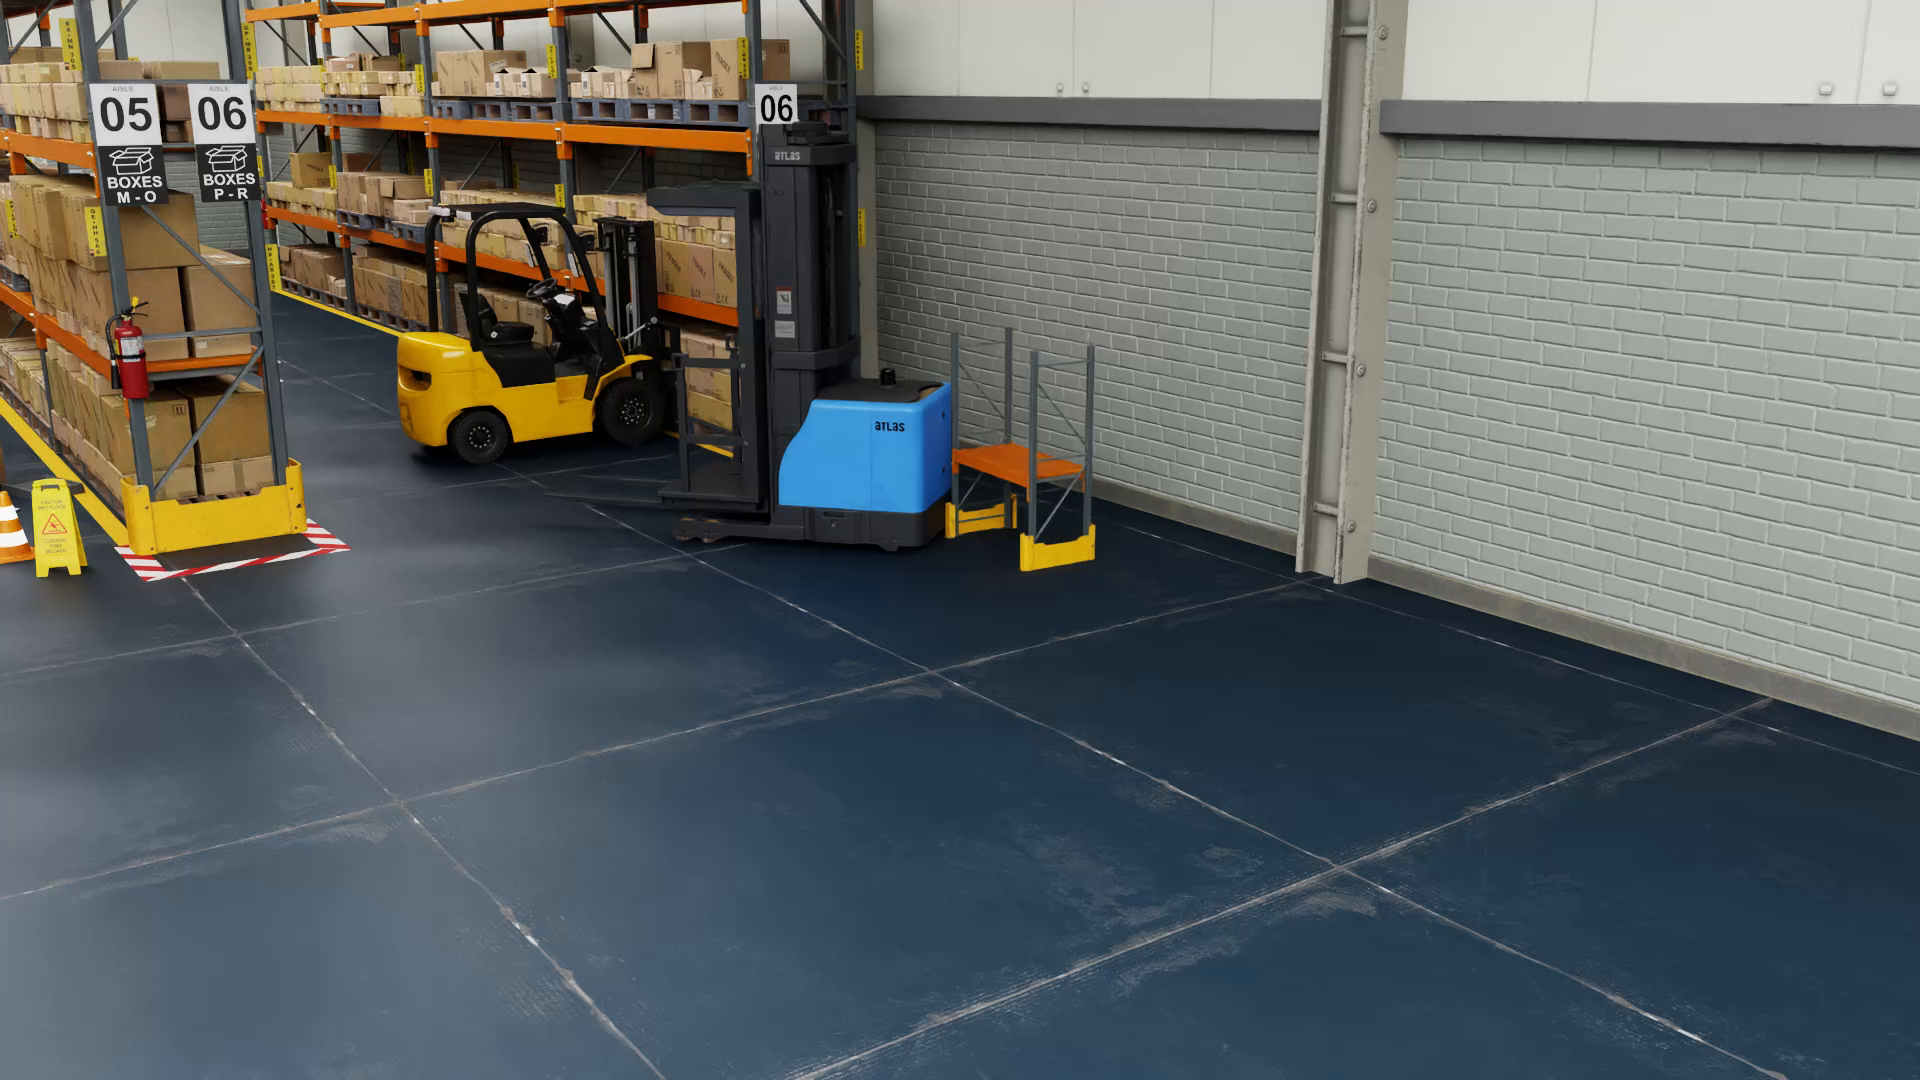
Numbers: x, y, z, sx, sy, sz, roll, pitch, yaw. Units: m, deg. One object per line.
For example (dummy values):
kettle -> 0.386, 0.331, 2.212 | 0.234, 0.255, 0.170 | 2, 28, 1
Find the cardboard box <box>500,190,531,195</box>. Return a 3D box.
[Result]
cardboard box -> -5.332, -4.140, 20.102 | 0.380, 0.149, 0.250 | -11, 19, -35

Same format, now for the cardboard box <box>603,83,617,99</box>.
cardboard box -> -3.212, -4.335, 16.043 | 0.380, 0.149, 0.250 | -10, 18, -33

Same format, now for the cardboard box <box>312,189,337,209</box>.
cardboard box -> -9.189, -5.021, 24.460 | 0.500, 0.250, 0.500 | -11, 19, -34

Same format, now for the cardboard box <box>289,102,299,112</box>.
cardboard box -> -9.765, -6.455, 24.772 | 0.380, 0.149, 0.250 | -10, 18, -33

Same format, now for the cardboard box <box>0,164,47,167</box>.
cardboard box -> -10.730, -4.040, 19.071 | 0.500, 0.500, 0.500 | -10, 18, -33

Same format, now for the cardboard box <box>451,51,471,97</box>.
cardboard box -> -5.427, -5.381, 19.199 | 0.700, 0.500, 0.500 | -11, 19, -36

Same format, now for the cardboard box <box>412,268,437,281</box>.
cardboard box -> -6.952, -3.476, 21.805 | 0.380, 0.149, 0.250 | -10, 18, -33

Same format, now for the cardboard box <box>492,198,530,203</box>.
cardboard box -> -5.056, -3.778, 18.781 | 0.380, 0.149, 0.250 | -11, 19, -36

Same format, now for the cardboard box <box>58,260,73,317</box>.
cardboard box -> -6.750, -2.032, 13.064 | 0.500, 0.500, 0.500 | -11, 19, -34

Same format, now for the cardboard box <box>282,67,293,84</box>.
cardboard box -> -9.782, -6.930, 24.805 | 0.500, 0.250, 0.500 | -10, 18, -33

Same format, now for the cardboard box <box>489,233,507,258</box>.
cardboard box -> -5.067, -3.387, 19.053 | 0.500, 0.250, 0.500 | -10, 18, -33

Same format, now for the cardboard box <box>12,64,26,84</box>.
cardboard box -> -7.316, -3.718, 13.262 | 0.380, 0.149, 0.250 | -11, 19, -35

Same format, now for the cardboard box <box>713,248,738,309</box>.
cardboard box -> -1.832, -2.324, 14.697 | 0.500, 0.500, 0.500 | -11, 19, -36

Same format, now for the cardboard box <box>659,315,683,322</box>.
cardboard box -> -3.057, -2.057, 16.430 | 0.500, 0.250, 0.500 | -10, 18, -33

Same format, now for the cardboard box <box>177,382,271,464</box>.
cardboard box -> -5.608, -0.899, 12.670 | 0.500, 0.500, 0.500 | -12, 19, -36

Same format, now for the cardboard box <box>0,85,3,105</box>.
cardboard box -> -8.449, -4.083, 15.118 | 0.500, 0.250, 0.500 | -11, 19, -34

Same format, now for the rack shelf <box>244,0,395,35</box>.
rack shelf -> -9.562, -7.746, 24.701 | 1.077, 0.370, 4.000 | -11, 19, -35

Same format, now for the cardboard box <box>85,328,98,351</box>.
cardboard box -> -6.284, -1.511, 12.392 | 0.380, 0.149, 0.250 | -10, 18, -34

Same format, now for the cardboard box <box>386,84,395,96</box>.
cardboard box -> -7.172, -5.804, 21.447 | 0.380, 0.149, 0.250 | -10, 18, -33

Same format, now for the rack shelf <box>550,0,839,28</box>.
rack shelf -> -2.506, -4.993, 15.392 | 1.077, 0.370, 4.000 | -11, 19, -35

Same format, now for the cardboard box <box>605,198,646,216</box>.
cardboard box -> -3.282, -3.291, 16.435 | 0.380, 0.149, 0.250 | -10, 18, -33

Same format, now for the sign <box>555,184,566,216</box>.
sign -> -4.115, -3.500, 17.138 | 0.100, 0.325, 0.005 | -11, 19, -35

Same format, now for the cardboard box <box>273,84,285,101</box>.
cardboard box -> -10.091, -6.793, 25.251 | 0.500, 0.250, 0.500 | -12, 19, -36

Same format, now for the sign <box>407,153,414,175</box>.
sign -> -7.939, -5.420, 24.002 | 0.100, 0.325, 0.005 | -11, 19, -35

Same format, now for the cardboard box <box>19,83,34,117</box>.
cardboard box -> -7.063, -3.459, 13.069 | 0.500, 0.250, 0.500 | -11, 19, -34

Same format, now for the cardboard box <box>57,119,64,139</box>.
cardboard box -> -6.509, -3.077, 12.429 | 0.380, 0.149, 0.250 | -11, 19, -36

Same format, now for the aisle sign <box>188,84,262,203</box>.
aisle sign -> -5.056, -2.729, 11.442 | 0.394, 0.787, 0.004 | -11, 19, -35

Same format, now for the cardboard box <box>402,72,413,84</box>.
cardboard box -> -6.742, -5.779, 20.793 | 0.380, 0.149, 0.250 | -12, 19, -36

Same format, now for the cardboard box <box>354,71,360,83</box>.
cardboard box -> -7.752, -6.098, 21.919 | 0.380, 0.149, 0.250 | -11, 19, -34

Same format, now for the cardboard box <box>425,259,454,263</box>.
cardboard box -> -7.141, -3.780, 22.917 | 0.380, 0.149, 0.250 | -11, 19, -34

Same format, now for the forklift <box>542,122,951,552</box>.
forklift -> -1.593, -1.524, 12.092 | 3.031, 2.935, 1.130 | 4, 16, 14

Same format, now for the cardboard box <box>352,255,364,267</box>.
cardboard box -> -8.390, -3.966, 23.596 | 0.380, 0.149, 0.250 | -10, 18, -32

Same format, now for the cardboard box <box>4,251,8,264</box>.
cardboard box -> -9.095, -2.779, 16.229 | 0.380, 0.149, 0.250 | -10, 18, -33

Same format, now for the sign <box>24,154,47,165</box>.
sign -> -16.466, -6.786, 29.625 | 0.339, 0.242, 0.001 | -11, 19, -35

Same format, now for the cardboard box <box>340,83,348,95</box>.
cardboard box -> -8.100, -6.058, 22.338 | 0.380, 0.149, 0.250 | -11, 19, -34

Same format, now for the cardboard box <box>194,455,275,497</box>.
cardboard box -> -5.593, -0.532, 12.751 | 0.500, 0.250, 0.500 | -11, 19, -35

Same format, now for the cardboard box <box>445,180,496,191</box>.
cardboard box -> -6.210, -4.305, 21.138 | 0.500, 0.500, 0.500 | -10, 18, -32

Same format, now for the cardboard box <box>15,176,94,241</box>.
cardboard box -> -7.329, -2.729, 13.717 | 0.700, 0.500, 0.500 | -11, 19, -34

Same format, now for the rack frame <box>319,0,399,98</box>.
rack frame -> -8.386, -7.668, 23.046 | 1.000, 3.000, 0.127 | -11, 19, -35

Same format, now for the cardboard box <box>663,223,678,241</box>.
cardboard box -> -2.535, -2.874, 15.475 | 0.380, 0.149, 0.250 | -11, 19, -34

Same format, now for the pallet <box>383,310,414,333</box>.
pallet -> -7.155, -3.001, 22.640 | 1.003, 0.211, 1.213 | -11, 19, -35

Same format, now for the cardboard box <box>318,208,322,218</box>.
cardboard box -> -9.253, -4.846, 24.576 | 0.380, 0.149, 0.250 | -10, 18, -33

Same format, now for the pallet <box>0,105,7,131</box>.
pallet -> -7.972, -3.799, 14.949 | 1.213, 0.211, 1.003 | -11, 19, -35

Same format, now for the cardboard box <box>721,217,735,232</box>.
cardboard box -> -1.881, -2.808, 14.672 | 0.380, 0.149, 0.250 | -11, 19, -34

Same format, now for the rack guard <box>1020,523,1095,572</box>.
rack guard -> 0.673, 0.047, 11.432 | 0.587, 0.250, 0.087 | -9, 18, -30

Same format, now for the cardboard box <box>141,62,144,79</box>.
cardboard box -> -5.955, -3.476, 12.377 | 0.380, 0.149, 0.250 | -11, 19, -35

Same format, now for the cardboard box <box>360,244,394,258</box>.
cardboard box -> -8.198, -4.062, 23.381 | 0.380, 0.149, 0.250 | -12, 19, -37

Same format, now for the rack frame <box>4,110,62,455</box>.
rack frame -> -7.695, -2.295, 14.778 | 1.000, 3.000, 0.127 | -11, 19, -35

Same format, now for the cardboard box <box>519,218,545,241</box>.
cardboard box -> -4.486, -3.409, 18.185 | 0.500, 0.250, 0.500 | -11, 19, -36

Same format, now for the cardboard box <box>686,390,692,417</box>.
cardboard box -> -2.433, -1.355, 15.759 | 0.500, 0.250, 0.500 | -11, 19, -34

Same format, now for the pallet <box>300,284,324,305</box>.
pallet -> -9.510, -3.837, 25.695 | 1.003, 0.211, 1.213 | -11, 19, -35

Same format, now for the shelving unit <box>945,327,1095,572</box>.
shelving unit -> 0.416, -0.669, 11.678 | 0.587, 1.500, 1.083 | -9, 18, -30

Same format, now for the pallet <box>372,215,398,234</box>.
pallet -> -7.181, -4.242, 22.257 | 1.003, 0.211, 1.213 | -11, 19, -35

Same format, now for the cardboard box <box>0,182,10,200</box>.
cardboard box -> -8.745, -3.265, 15.548 | 0.380, 0.149, 0.250 | -12, 19, -37
